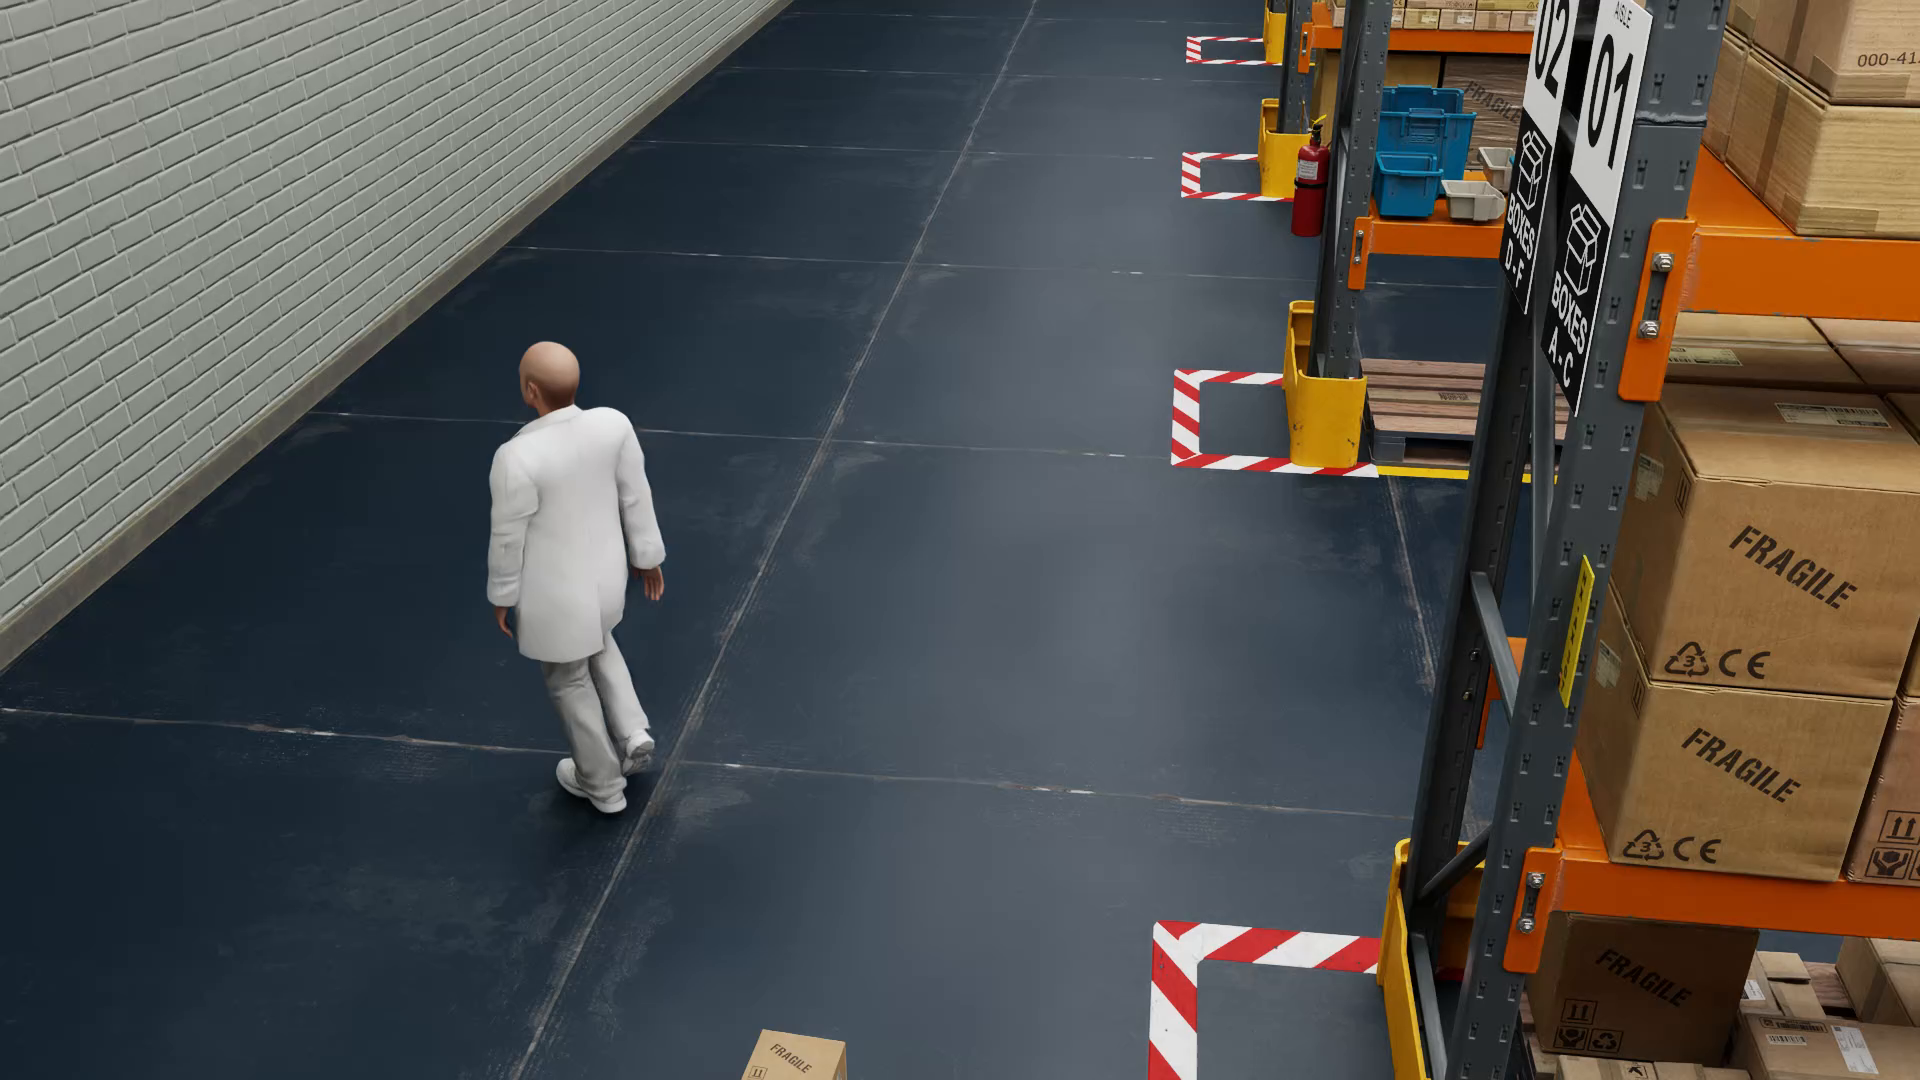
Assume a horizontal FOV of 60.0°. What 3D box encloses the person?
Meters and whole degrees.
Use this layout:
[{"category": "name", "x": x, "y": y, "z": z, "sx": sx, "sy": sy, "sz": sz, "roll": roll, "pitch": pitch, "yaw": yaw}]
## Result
[{"category": "person", "x": -1.388, "y": 0.139, "z": 5.854, "sx": 0.510, "sy": 1.818, "sz": 0.618, "roll": 22, "pitch": 35, "yaw": 36}]
